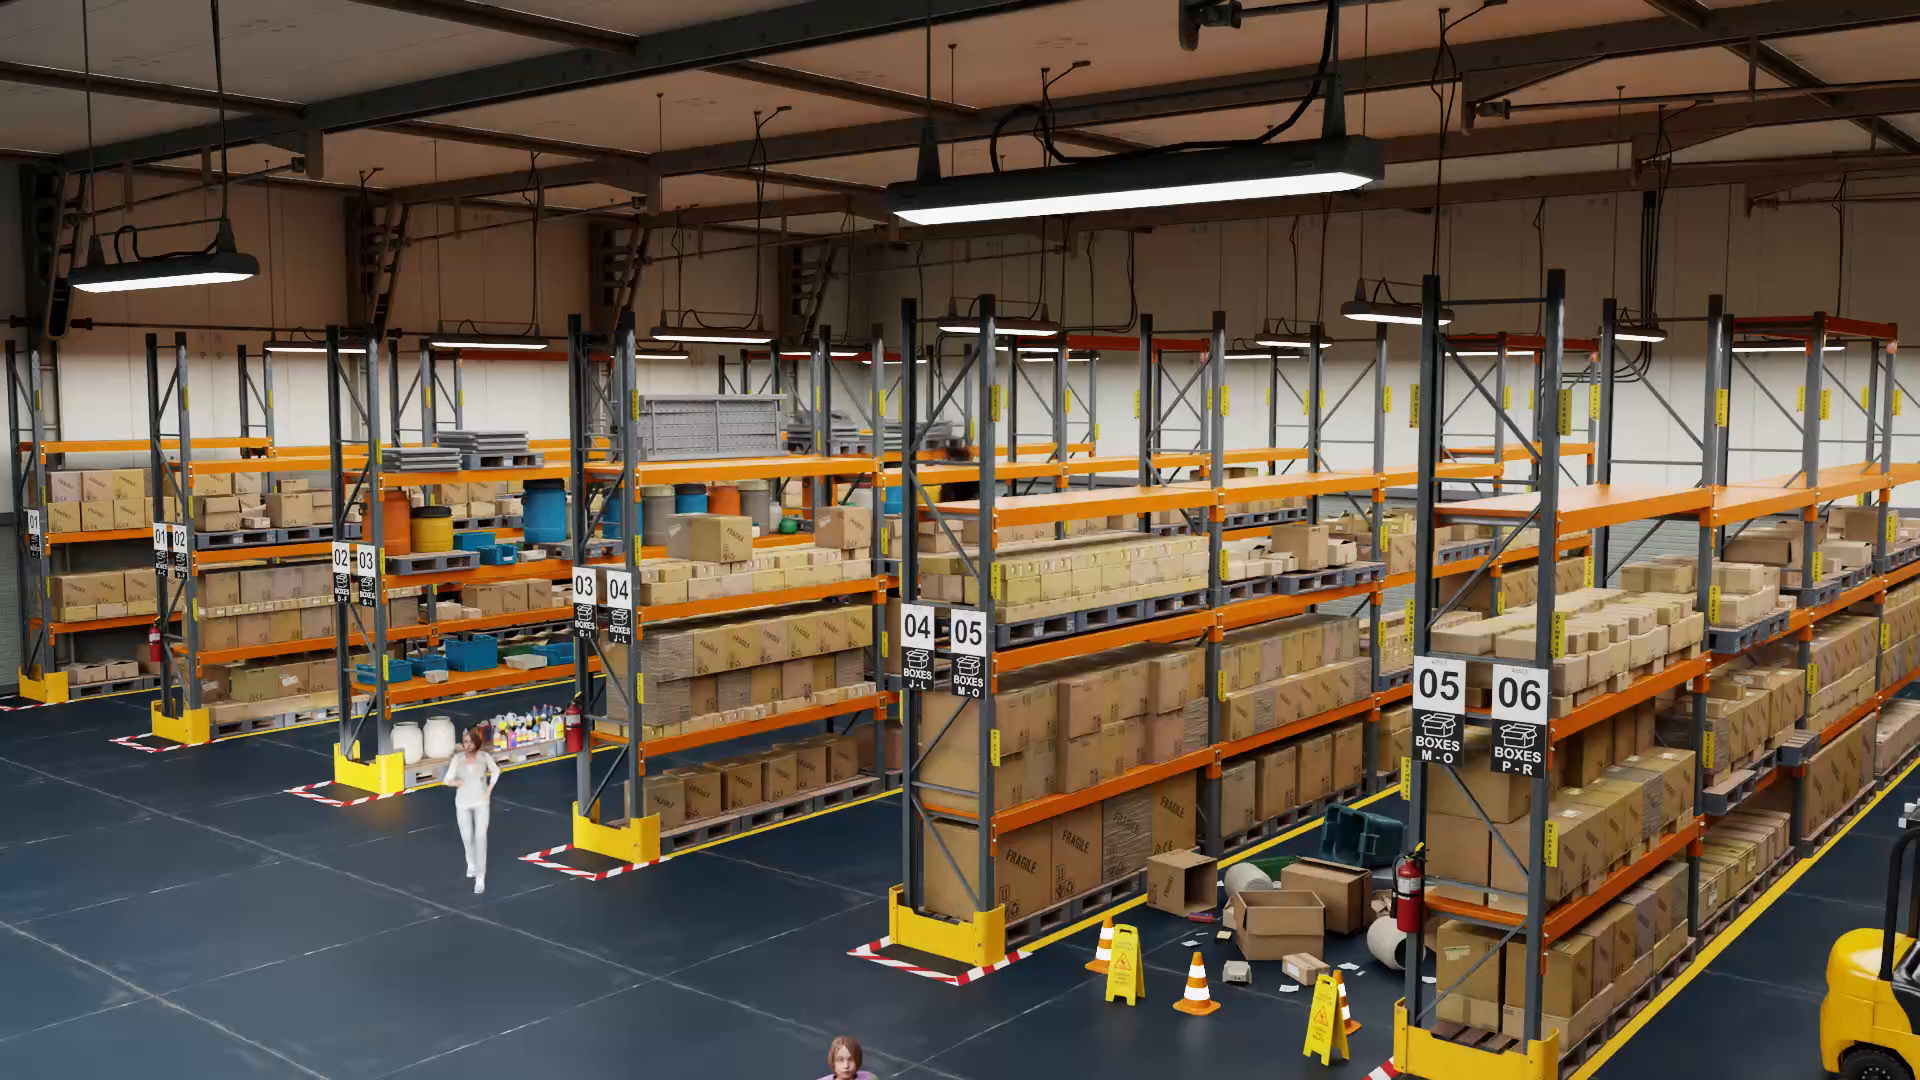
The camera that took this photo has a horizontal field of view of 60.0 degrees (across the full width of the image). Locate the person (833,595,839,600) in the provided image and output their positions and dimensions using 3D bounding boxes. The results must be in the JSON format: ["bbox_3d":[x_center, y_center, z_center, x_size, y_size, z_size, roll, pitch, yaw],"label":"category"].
[{"bbox_3d":[-2.669,1.448,32.089,0.707,1.671,0.633,2,6,25],"label":"person"}]

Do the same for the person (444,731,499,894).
[{"bbox_3d":[-5.099,2.797,17.351,0.538,1.631,0.733,-1,5,-6],"label":"person"}]

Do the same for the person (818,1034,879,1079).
[{"bbox_3d":[-0.608,3.545,9.209,0.520,1.643,0.699,0,5,-4],"label":"person"}]
